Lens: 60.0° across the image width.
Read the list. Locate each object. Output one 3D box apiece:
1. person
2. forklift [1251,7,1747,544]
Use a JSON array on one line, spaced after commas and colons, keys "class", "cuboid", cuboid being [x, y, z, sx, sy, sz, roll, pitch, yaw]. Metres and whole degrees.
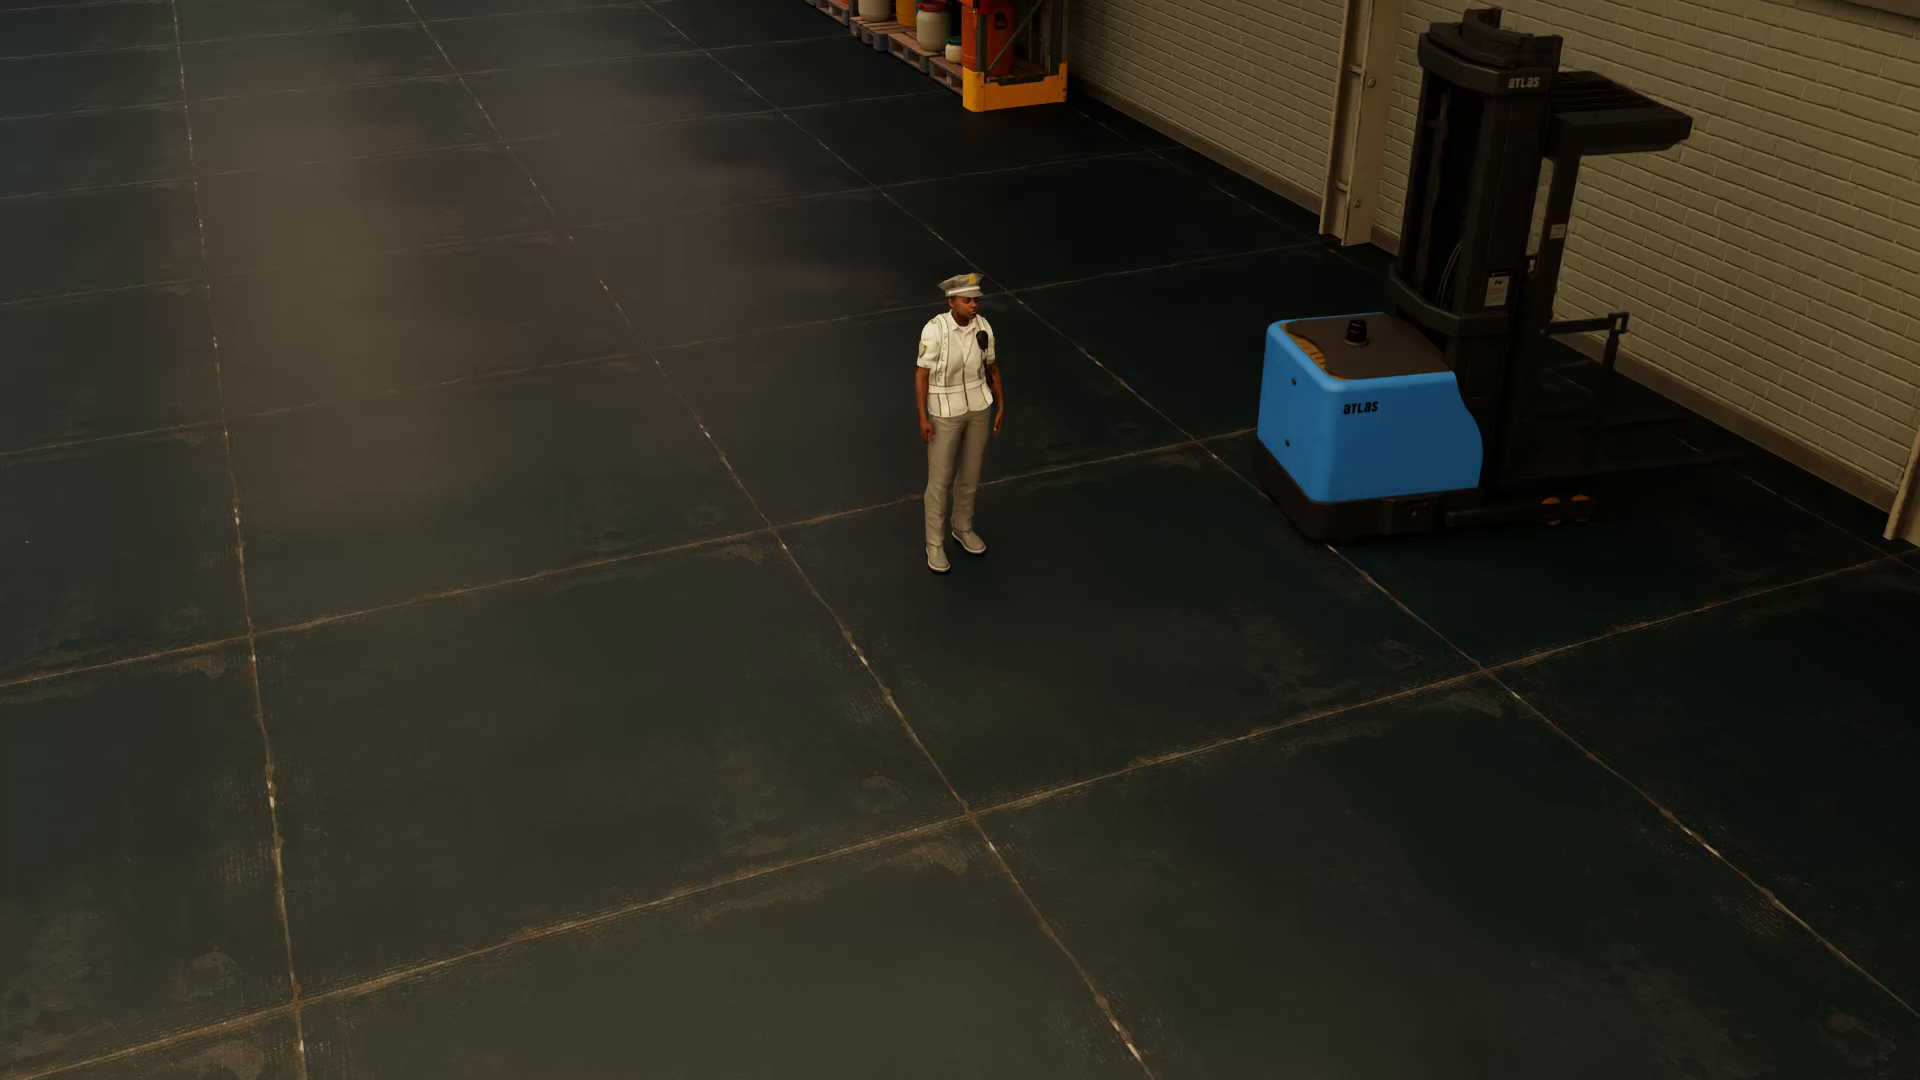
[{"class": "person", "cuboid": [0.012, -0.704, 9.582, 0.570, 1.697, 0.528, -12, 32, -20]}, {"class": "forklift", "cuboid": [3.451, -1.615, 9.944, 3.031, 2.935, 1.130, -6, 30, -11]}]
